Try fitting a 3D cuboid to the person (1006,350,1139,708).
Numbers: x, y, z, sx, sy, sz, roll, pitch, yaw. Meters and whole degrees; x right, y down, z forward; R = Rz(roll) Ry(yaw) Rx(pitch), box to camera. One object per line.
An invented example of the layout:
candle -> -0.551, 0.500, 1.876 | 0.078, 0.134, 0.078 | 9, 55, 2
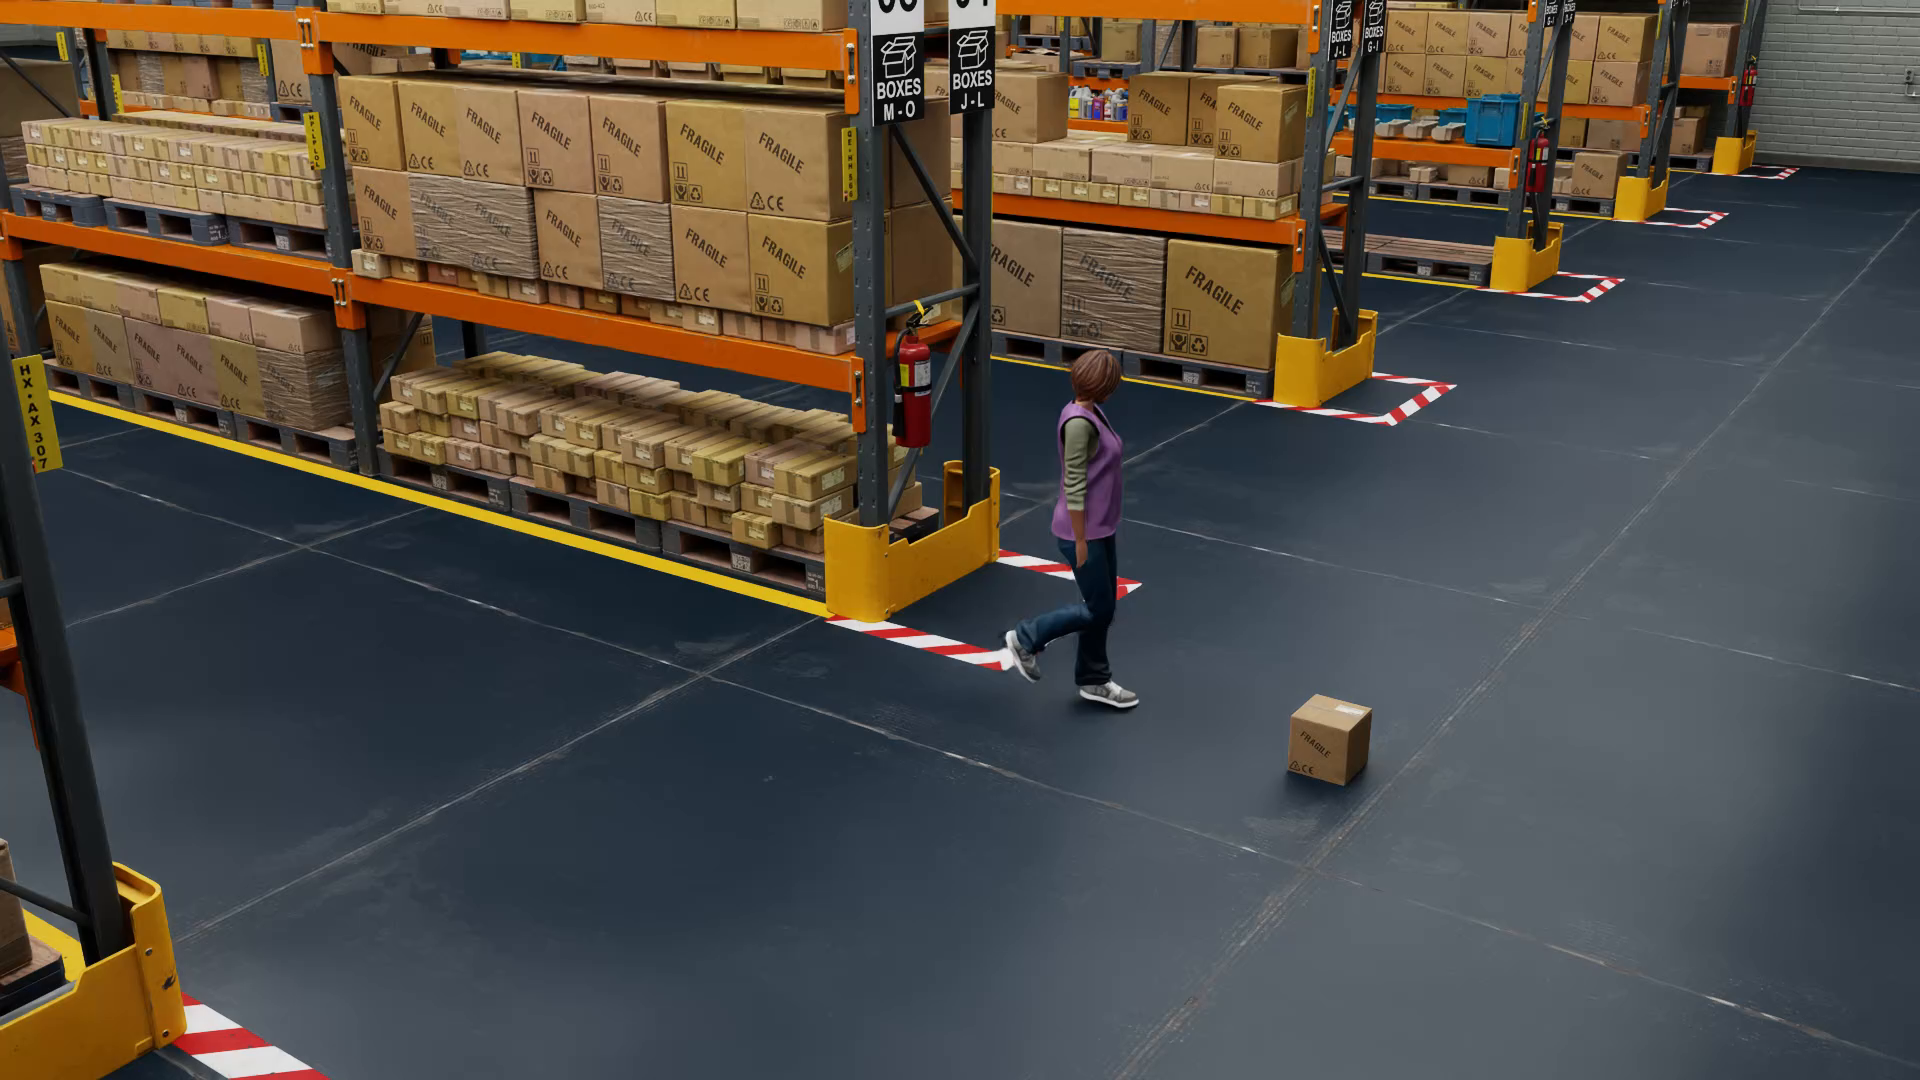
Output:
person -> 0.507, -0.037, 7.160 | 0.589, 1.598, 0.427 | 5, 21, 15
